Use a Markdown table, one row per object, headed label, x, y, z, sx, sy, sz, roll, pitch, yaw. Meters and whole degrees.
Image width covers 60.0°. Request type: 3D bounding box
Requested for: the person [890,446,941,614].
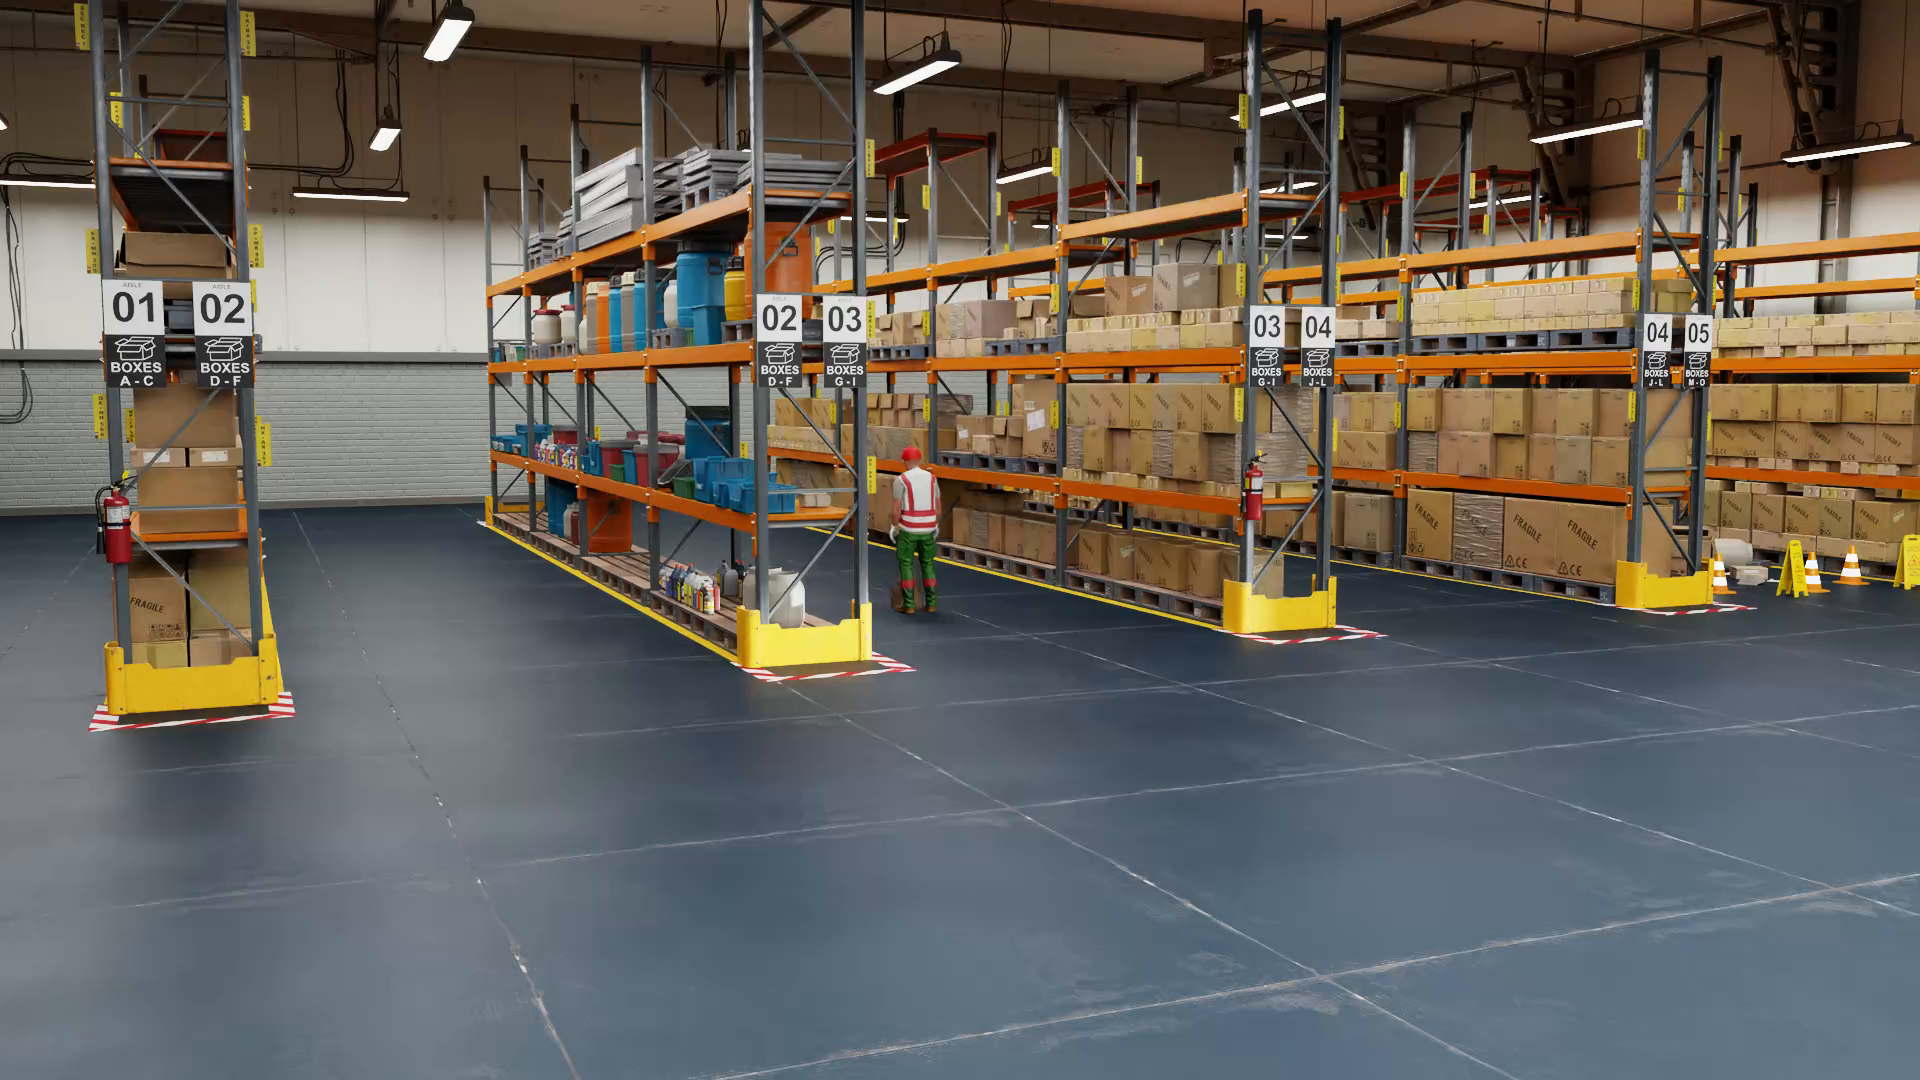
| label | x | y | z | sx | sy | sz | roll | pitch | yaw |
| --- | --- | --- | --- | --- | --- | --- | --- | --- | --- |
| person | -0.476 | -0.111 | 17.809 | 0.579 | 1.780 | 0.441 | -3 | 6 | -26 |
